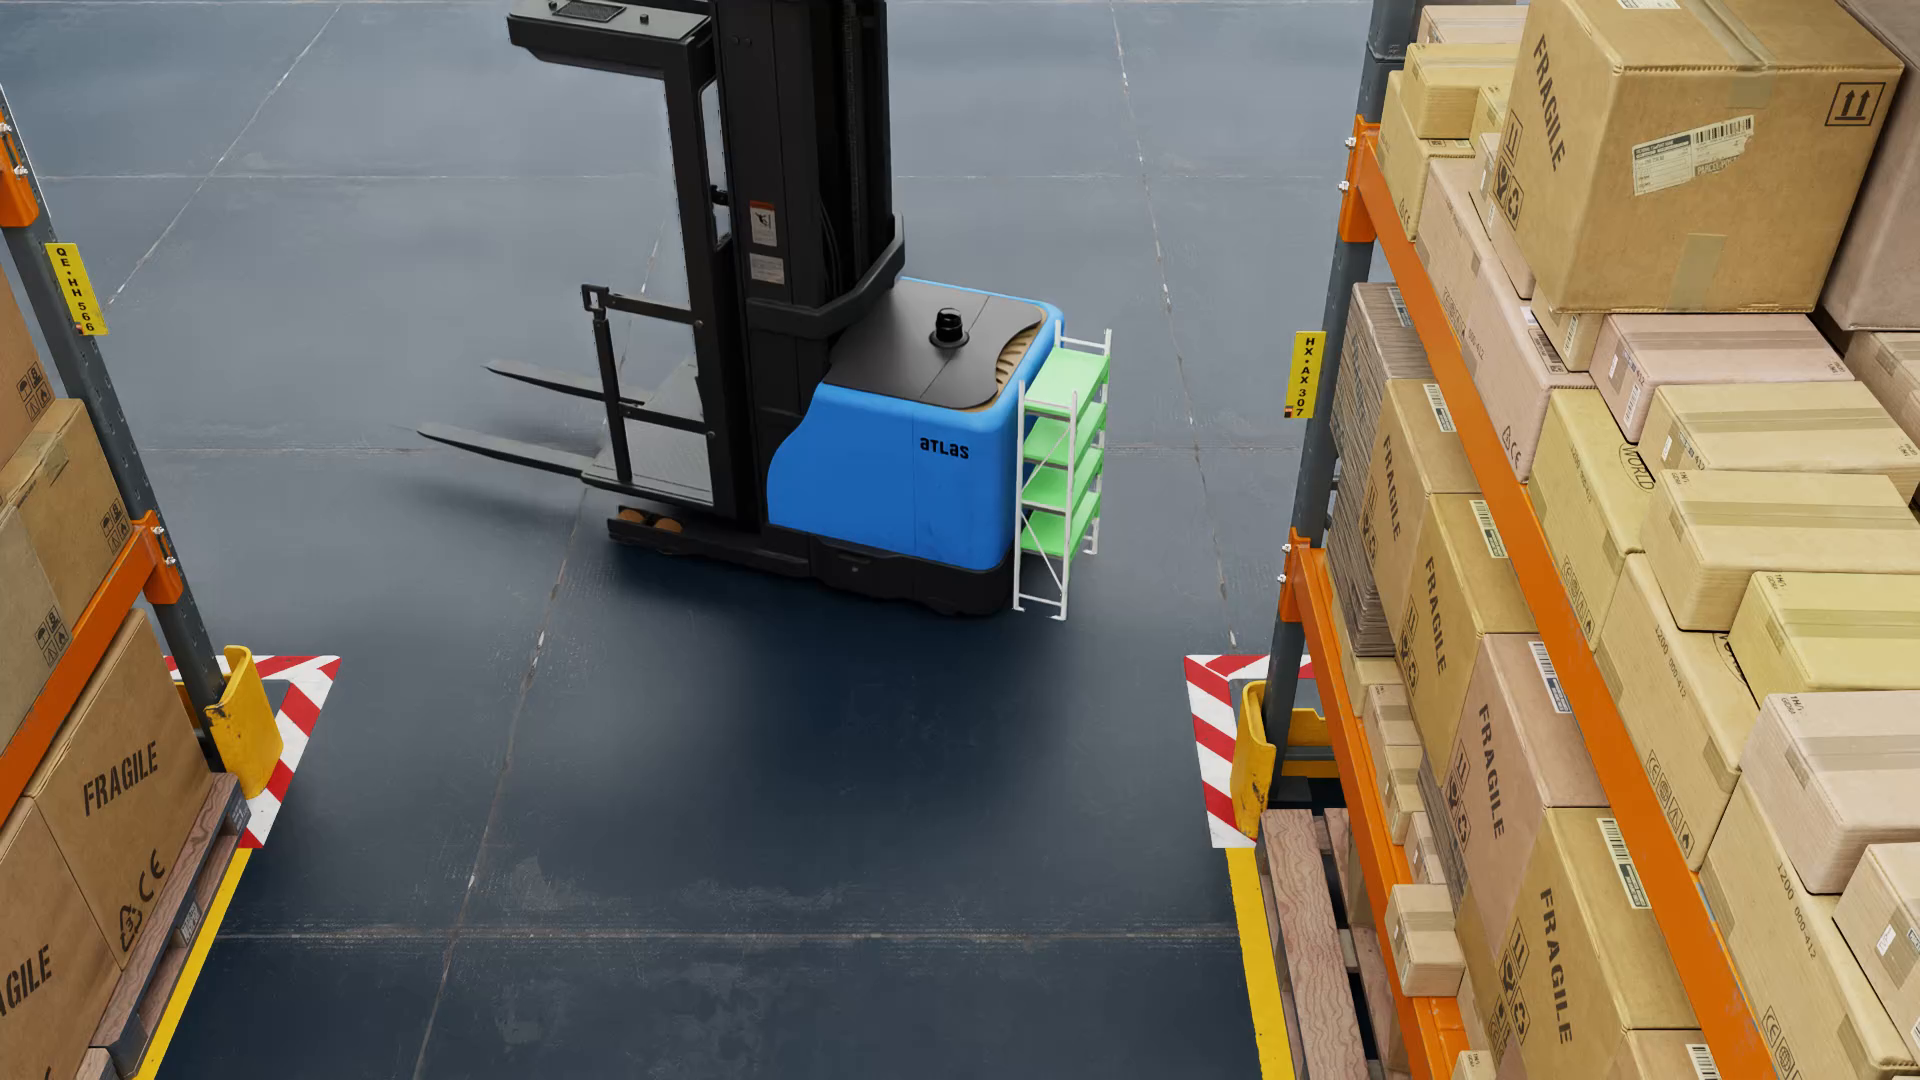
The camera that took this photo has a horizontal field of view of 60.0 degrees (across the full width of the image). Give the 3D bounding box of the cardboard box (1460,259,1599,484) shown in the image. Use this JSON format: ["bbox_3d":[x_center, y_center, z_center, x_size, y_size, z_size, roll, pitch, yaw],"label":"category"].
[{"bbox_3d":[1.392,-0.366,3.529,0.500,0.250,0.500,0,39,0],"label":"cardboard box"}]

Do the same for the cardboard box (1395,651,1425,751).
[{"bbox_3d":[1.741,0.314,4.642,0.875,0.500,0.500,0,39,0],"label":"cardboard box"}]

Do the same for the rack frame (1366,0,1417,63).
[{"bbox_3d":[1.647,-2.529,3.710,1.000,3.000,0.127,0,39,0],"label":"rack frame"}]

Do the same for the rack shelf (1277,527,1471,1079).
[{"bbox_3d":[1.649,1.344,4.250,1.077,0.370,4.000,0,39,0],"label":"rack shelf"}]

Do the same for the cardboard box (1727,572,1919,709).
[{"bbox_3d":[1.414,0.185,2.523,0.380,0.149,0.250,1,39,2],"label":"cardboard box"}]

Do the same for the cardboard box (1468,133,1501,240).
[{"bbox_3d":[1.372,-0.793,3.743,0.380,0.149,0.250,1,39,2],"label":"cardboard box"}]

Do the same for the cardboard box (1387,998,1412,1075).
[{"bbox_3d":[1.666,1.388,5.282,0.500,0.500,0.500,10,40,12],"label":"cardboard box"}]

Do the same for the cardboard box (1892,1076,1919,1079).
[{"bbox_3d":[1.390,0.917,1.929,0.500,0.250,0.500,1,39,2],"label":"cardboard box"}]

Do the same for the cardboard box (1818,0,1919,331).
[{"bbox_3d":[1.902,-0.740,3.158,0.500,0.500,0.500,0,39,0],"label":"cardboard box"}]

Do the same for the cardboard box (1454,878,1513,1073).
[{"bbox_3d":[1.687,0.939,3.862,0.875,0.500,0.500,0,39,0],"label":"cardboard box"}]

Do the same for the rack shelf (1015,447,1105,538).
[{"bbox_3d":[0.433,-0.234,7.185,0.258,0.148,0.480,13,40,15],"label":"rack shelf"}]

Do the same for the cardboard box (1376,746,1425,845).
[{"bbox_3d":[1.390,0.714,4.661,0.380,0.149,0.250,0,39,0],"label":"cardboard box"}]

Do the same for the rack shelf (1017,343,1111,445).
[{"bbox_3d":[0.433,-0.609,6.885,0.258,0.148,0.480,13,40,15],"label":"rack shelf"}]

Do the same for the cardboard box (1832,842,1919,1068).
[{"bbox_3d":[1.367,0.519,2.106,0.380,0.149,0.250,-2,39,-2],"label":"cardboard box"}]

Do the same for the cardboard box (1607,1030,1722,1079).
[{"bbox_3d":[1.374,1.174,2.769,0.500,0.500,0.500,0,39,0],"label":"cardboard box"}]

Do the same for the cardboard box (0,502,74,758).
[{"bbox_3d":[-3.245,0.270,4.895,0.875,0.550,0.550,0,39,0],"label":"cardboard box"}]

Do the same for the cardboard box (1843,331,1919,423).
[{"bbox_3d":[1.907,-0.297,3.124,0.380,0.149,0.250,-2,39,-2],"label":"cardboard box"}]

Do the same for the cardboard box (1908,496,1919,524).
[{"bbox_3d":[1.903,-0.051,3.137,0.500,0.250,0.500,-1,39,-1],"label":"cardboard box"}]

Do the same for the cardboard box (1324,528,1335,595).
[{"bbox_3d":[1.409,0.089,5.442,0.380,0.149,0.250,0,39,0],"label":"cardboard box"}]

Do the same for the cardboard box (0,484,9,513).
[{"bbox_3d":[-3.258,-0.152,4.557,0.875,0.550,0.550,0,39,0],"label":"cardboard box"}]

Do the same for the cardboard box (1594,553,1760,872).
[{"bbox_3d":[1.394,0.271,2.734,0.500,0.250,0.500,0,39,0],"label":"cardboard box"}]

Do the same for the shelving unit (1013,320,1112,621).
[{"bbox_3d":[0.433,-0.284,7.145,0.258,1.200,0.503,13,40,15],"label":"shelving unit"}]

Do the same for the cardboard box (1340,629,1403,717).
[{"bbox_3d":[1.375,0.401,5.052,0.380,0.149,0.250,0,39,0],"label":"cardboard box"}]

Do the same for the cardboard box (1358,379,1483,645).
[{"bbox_3d":[1.369,-0.076,4.329,0.500,0.500,0.500,0,39,0],"label":"cardboard box"}]

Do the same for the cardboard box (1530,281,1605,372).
[{"bbox_3d":[1.384,-0.470,3.340,0.380,0.149,0.250,-2,39,-2],"label":"cardboard box"}]

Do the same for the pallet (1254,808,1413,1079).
[{"bbox_3d":[1.613,1.456,5.765,1.003,0.211,1.213,0,39,0],"label":"pallet"}]

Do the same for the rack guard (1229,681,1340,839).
[{"bbox_3d":[1.647,0.835,6.308,1.175,0.500,0.348,0,39,0],"label":"rack guard"}]

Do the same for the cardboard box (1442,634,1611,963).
[{"bbox_3d":[1.377,0.549,3.549,0.500,0.500,0.500,0,39,0],"label":"cardboard box"}]

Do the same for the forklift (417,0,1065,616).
[{"bbox_3d":[-1.096,-1.373,7.119,3.031,2.935,1.130,13,40,15],"label":"forklift"}]

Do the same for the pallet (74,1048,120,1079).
[{"bbox_3d":[-3.235,2.102,4.959,1.003,0.211,1.213,0,39,0],"label":"pallet"}]

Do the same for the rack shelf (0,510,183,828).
[{"bbox_3d":[-3.311,1.284,4.325,1.077,0.370,4.000,0,39,0],"label":"rack shelf"}]

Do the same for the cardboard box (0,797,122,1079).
[{"bbox_3d":[-3.243,1.392,4.978,0.875,0.875,0.875,-1,39,-1],"label":"cardboard box"}]

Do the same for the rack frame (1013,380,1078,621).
[{"bbox_3d":[0.351,-0.141,6.966,0.240,1.200,0.015,13,40,15],"label":"rack frame"}]

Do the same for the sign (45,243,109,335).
[{"bbox_3d":[-2.770,-0.784,5.214,0.100,0.325,0.005,0,39,0],"label":"sign"}]

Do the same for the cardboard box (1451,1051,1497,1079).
[{"bbox_3d":[1.370,1.339,3.881,0.380,0.149,0.250,0,39,0],"label":"cardboard box"}]

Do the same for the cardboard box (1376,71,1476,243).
[{"bbox_3d":[1.389,-0.998,4.319,0.500,0.250,0.500,1,39,1],"label":"cardboard box"}]

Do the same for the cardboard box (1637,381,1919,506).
[{"bbox_3d":[1.444,-0.150,2.941,0.380,0.149,0.250,-1,39,-2],"label":"cardboard box"}]

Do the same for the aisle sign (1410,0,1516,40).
[{"bbox_3d":[1.347,-1.241,4.821,0.394,0.787,0.004,0,39,0],"label":"aisle sign"}]

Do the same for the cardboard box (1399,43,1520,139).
[{"bbox_3d":[1.320,-1.121,4.153,0.380,0.149,0.250,1,39,1],"label":"cardboard box"}]

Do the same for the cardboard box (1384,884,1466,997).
[{"bbox_3d":[1.314,1.027,4.271,0.380,0.149,0.250,0,39,0],"label":"cardboard box"}]
